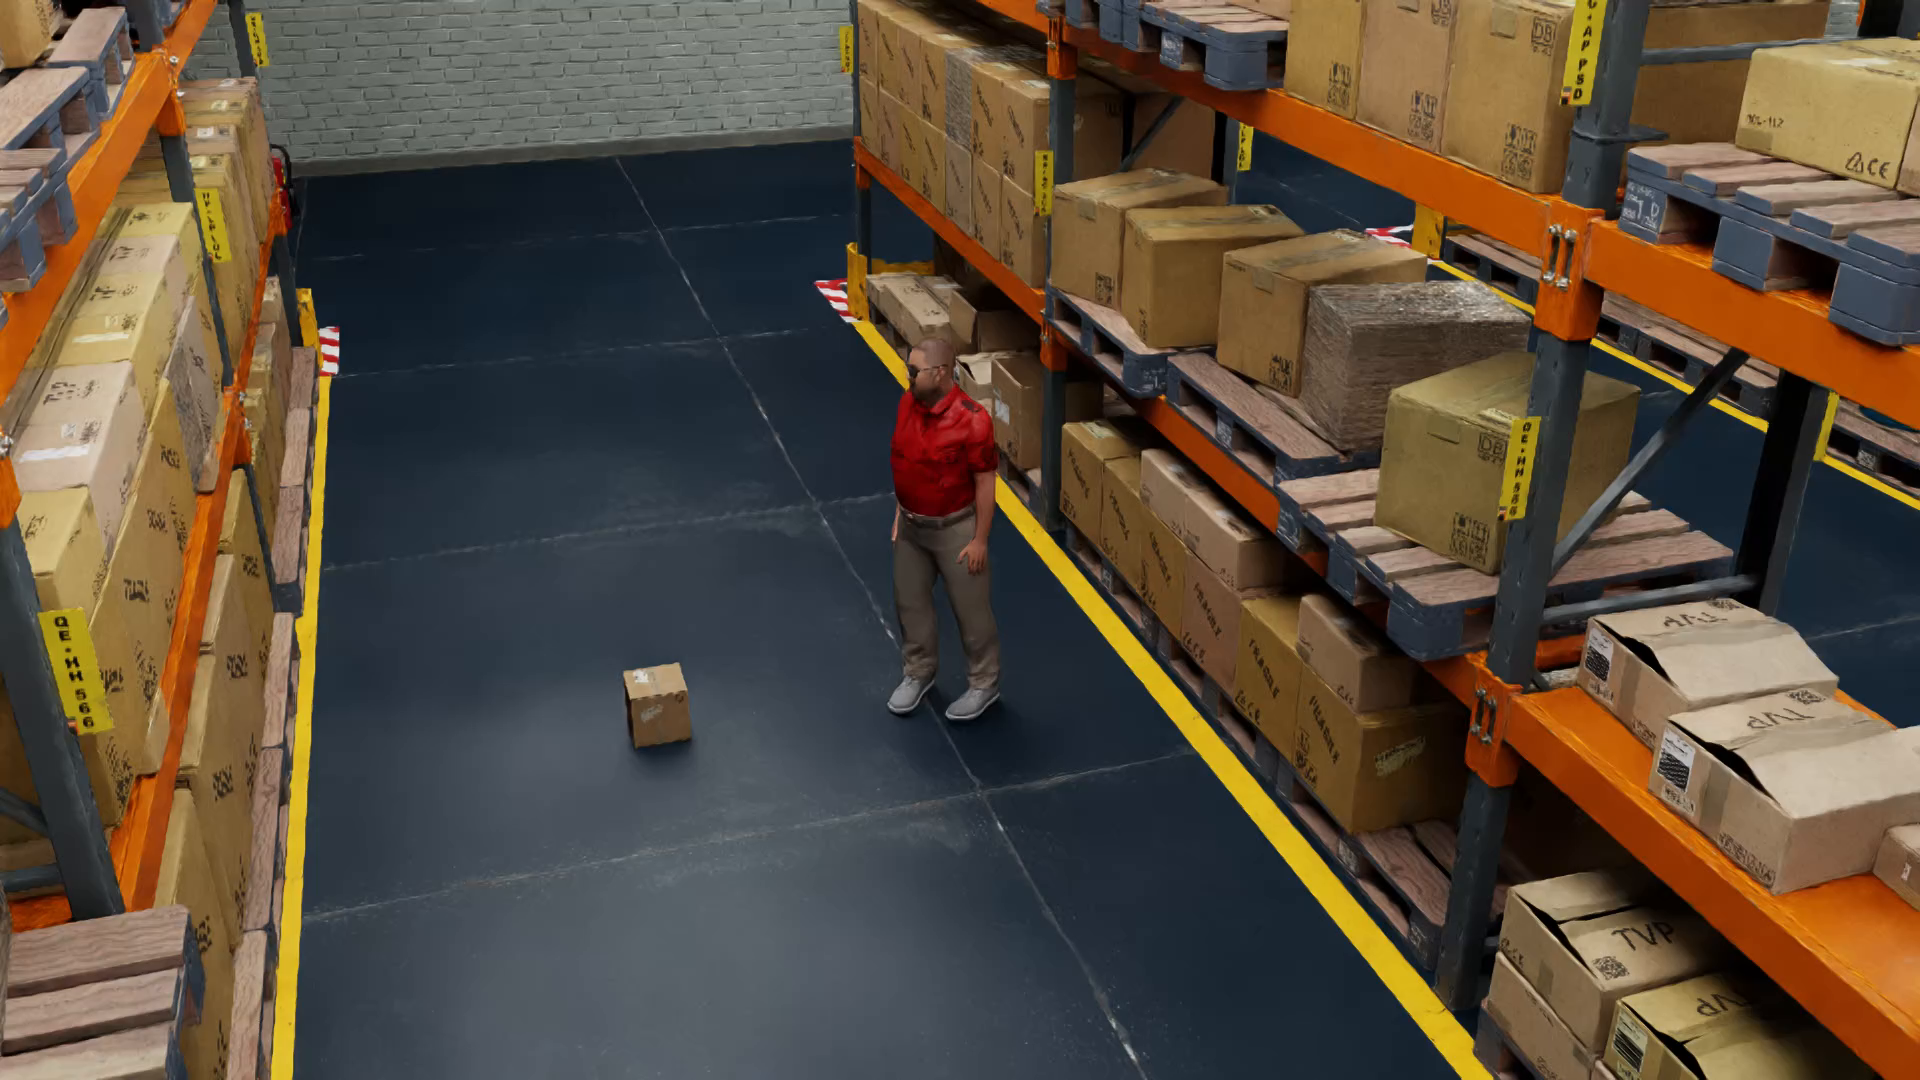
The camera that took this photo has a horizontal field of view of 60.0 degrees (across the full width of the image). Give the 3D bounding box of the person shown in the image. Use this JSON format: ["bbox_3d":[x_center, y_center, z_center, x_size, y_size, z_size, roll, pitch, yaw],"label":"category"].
[{"bbox_3d":[-0.095,-0.039,7.186,0.541,1.729,0.424,20,33,35],"label":"person"}]
